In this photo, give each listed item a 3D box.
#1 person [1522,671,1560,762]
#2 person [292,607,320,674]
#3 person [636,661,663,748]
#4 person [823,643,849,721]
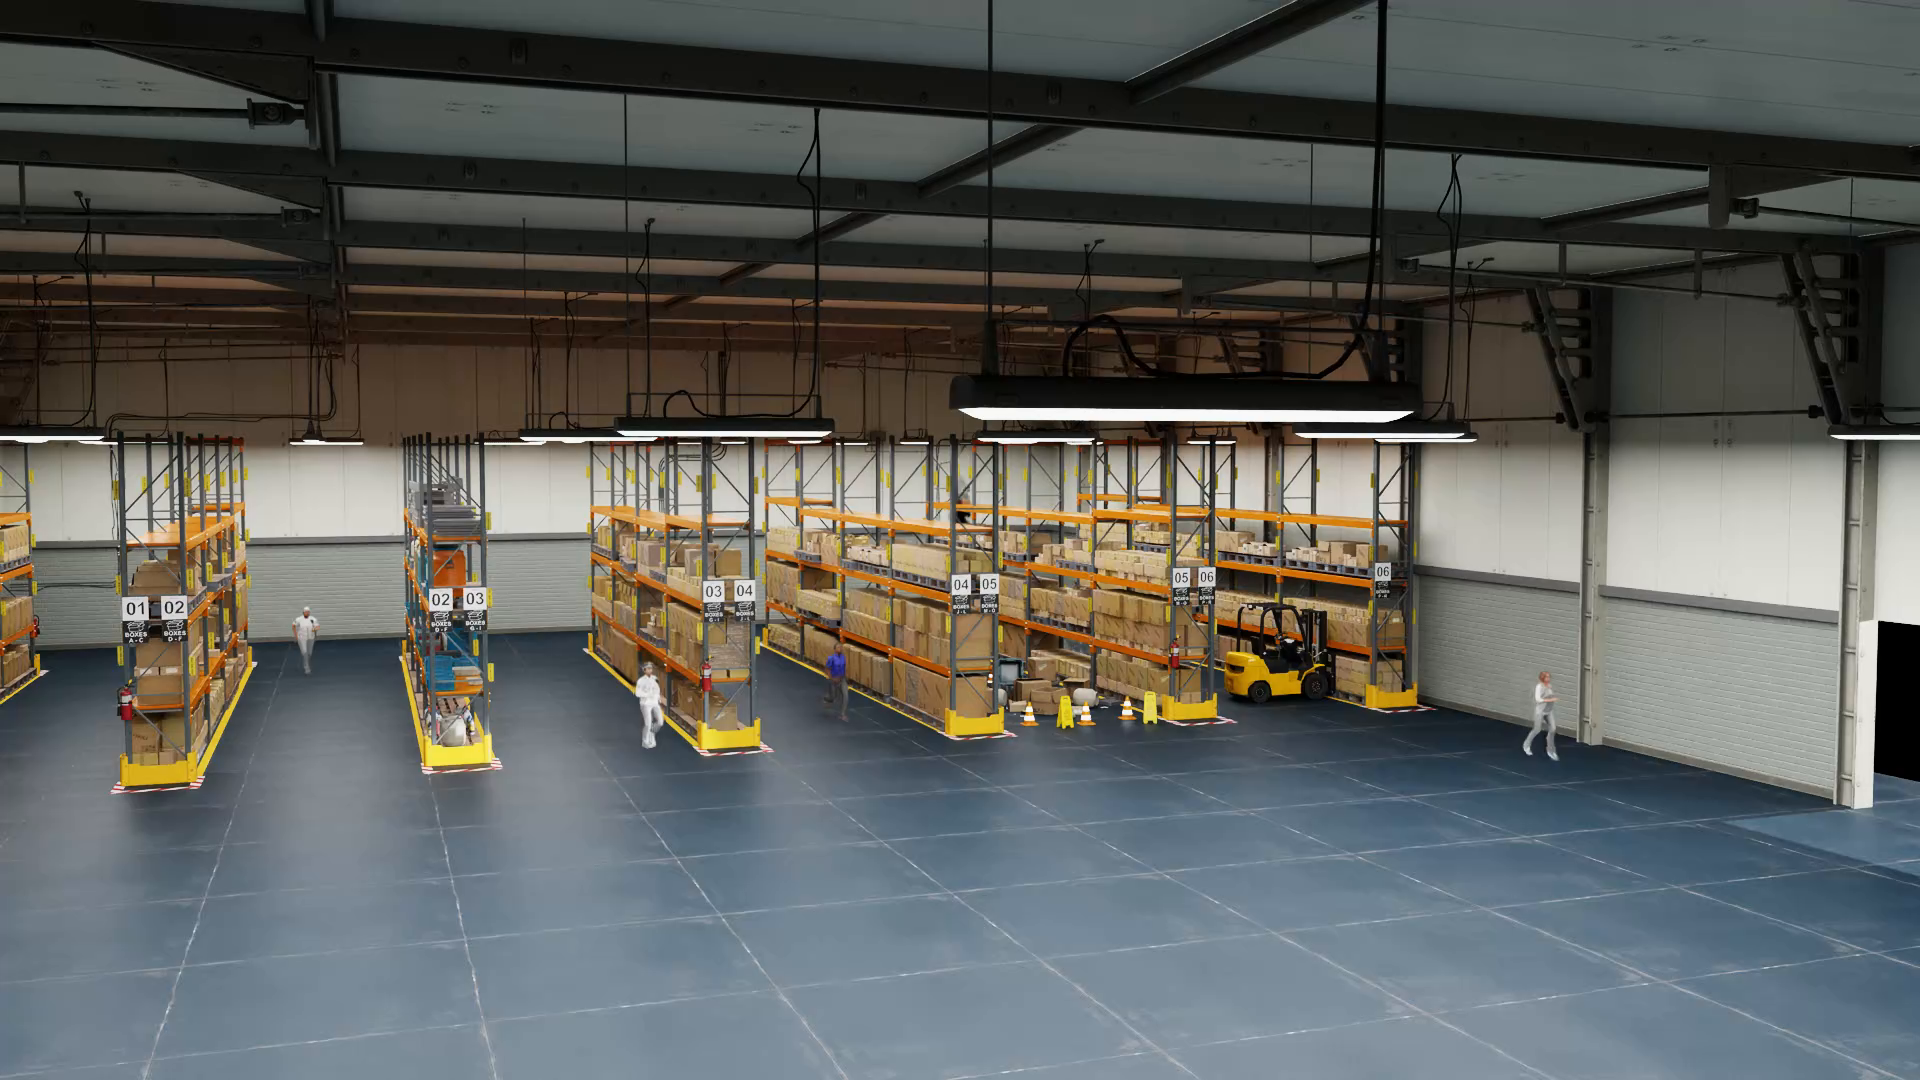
[{"bbox_3d":[10.700,3.221,30.581,0.530,1.640,0.770,-2,4,-30],"label":"person"},{"bbox_3d":[-16.668,2.547,42.430,0.626,1.688,0.906,-2,4,-35],"label":"person"},{"bbox_3d":[-5.848,3.131,31.553,0.595,1.666,0.577,-3,4,-41],"label":"person"},{"bbox_3d":[-2.601,2.990,35.184,0.568,1.632,0.867,-2,4,-31],"label":"person"}]
